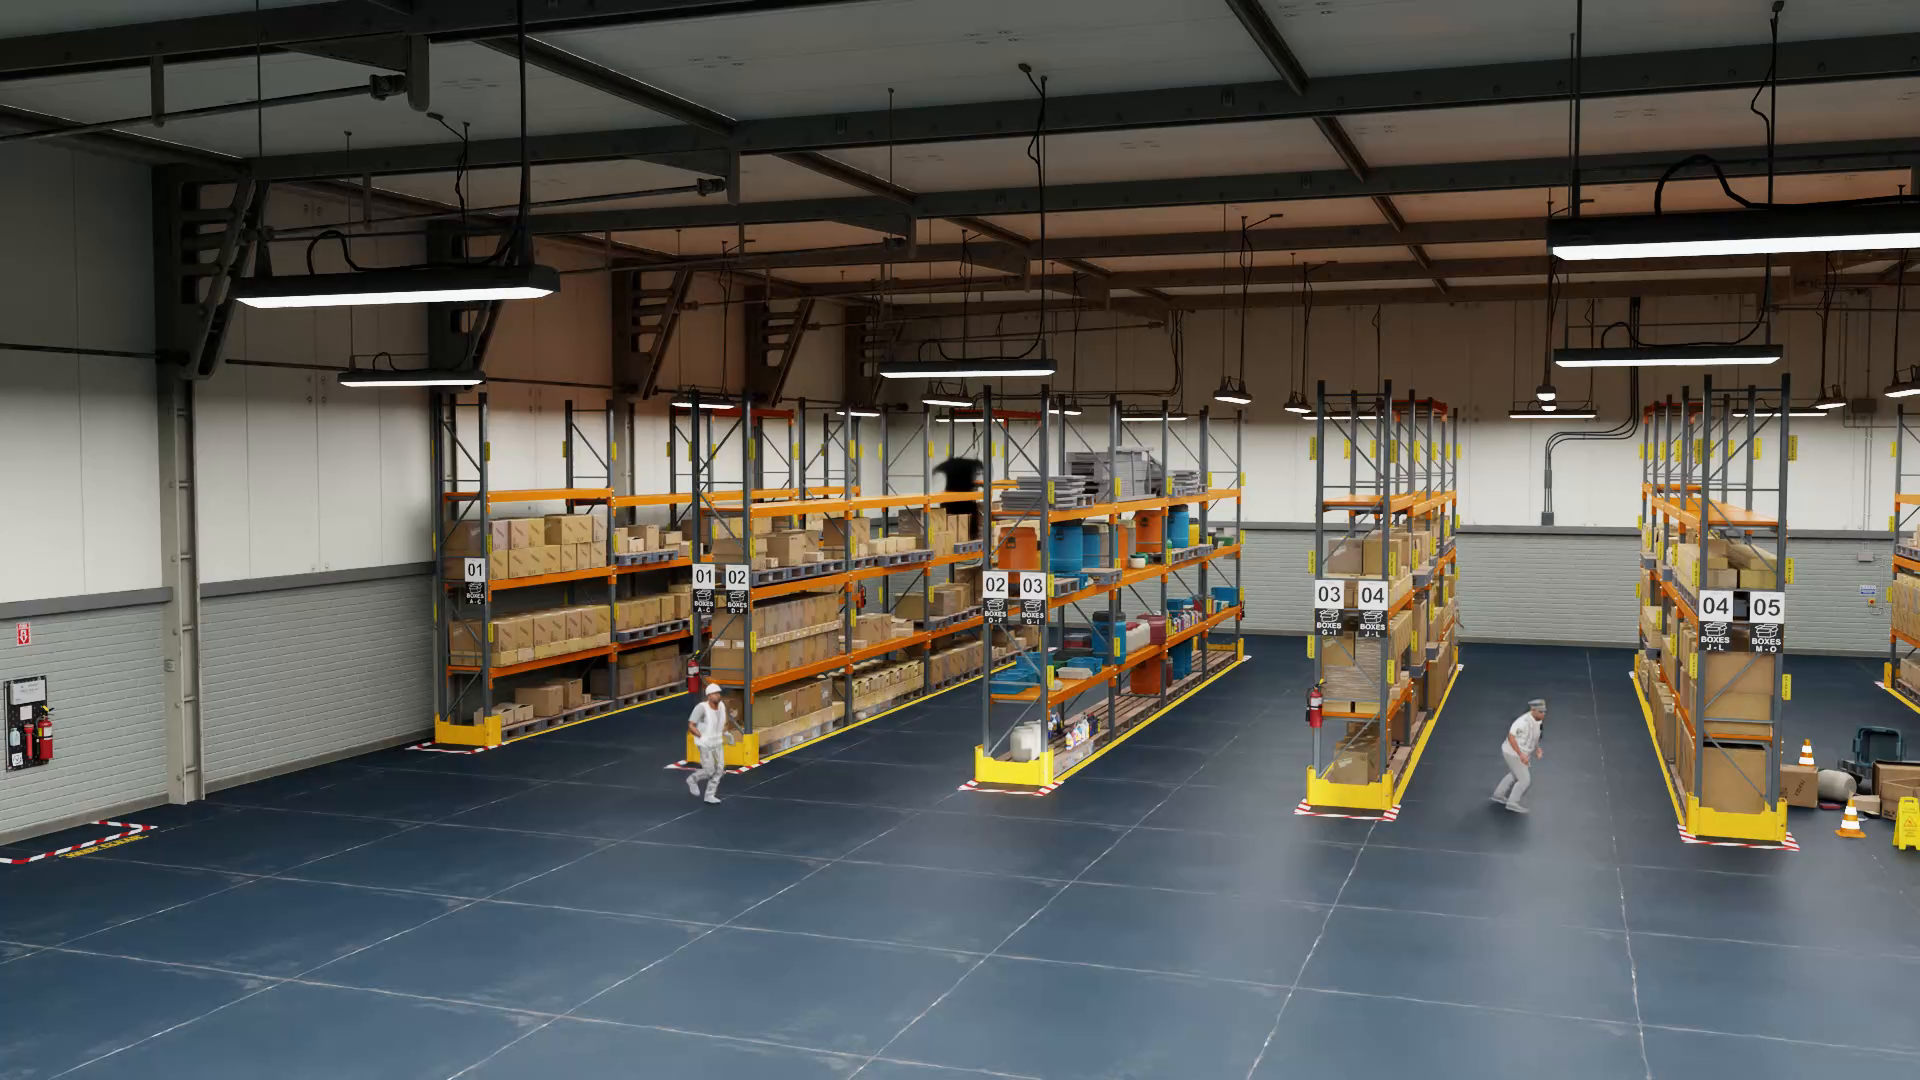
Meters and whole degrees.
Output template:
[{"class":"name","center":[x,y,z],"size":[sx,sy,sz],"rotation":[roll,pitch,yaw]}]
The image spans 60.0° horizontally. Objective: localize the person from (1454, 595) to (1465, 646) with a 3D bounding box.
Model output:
[{"class":"person","center":[11.502,2.131,39.279],"size":[0.841,1.682,0.558],"rotation":[2,4,39]}]

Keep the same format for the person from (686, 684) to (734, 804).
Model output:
[{"class":"person","center":[-3.621,2.889,23.703],"size":[0.651,1.714,0.684],"rotation":[3,4,39]}]

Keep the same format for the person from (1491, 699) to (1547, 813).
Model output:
[{"class":"person","center":[7.766,2.979,23.154],"size":[0.867,1.608,0.734],"rotation":[2,4,38]}]
